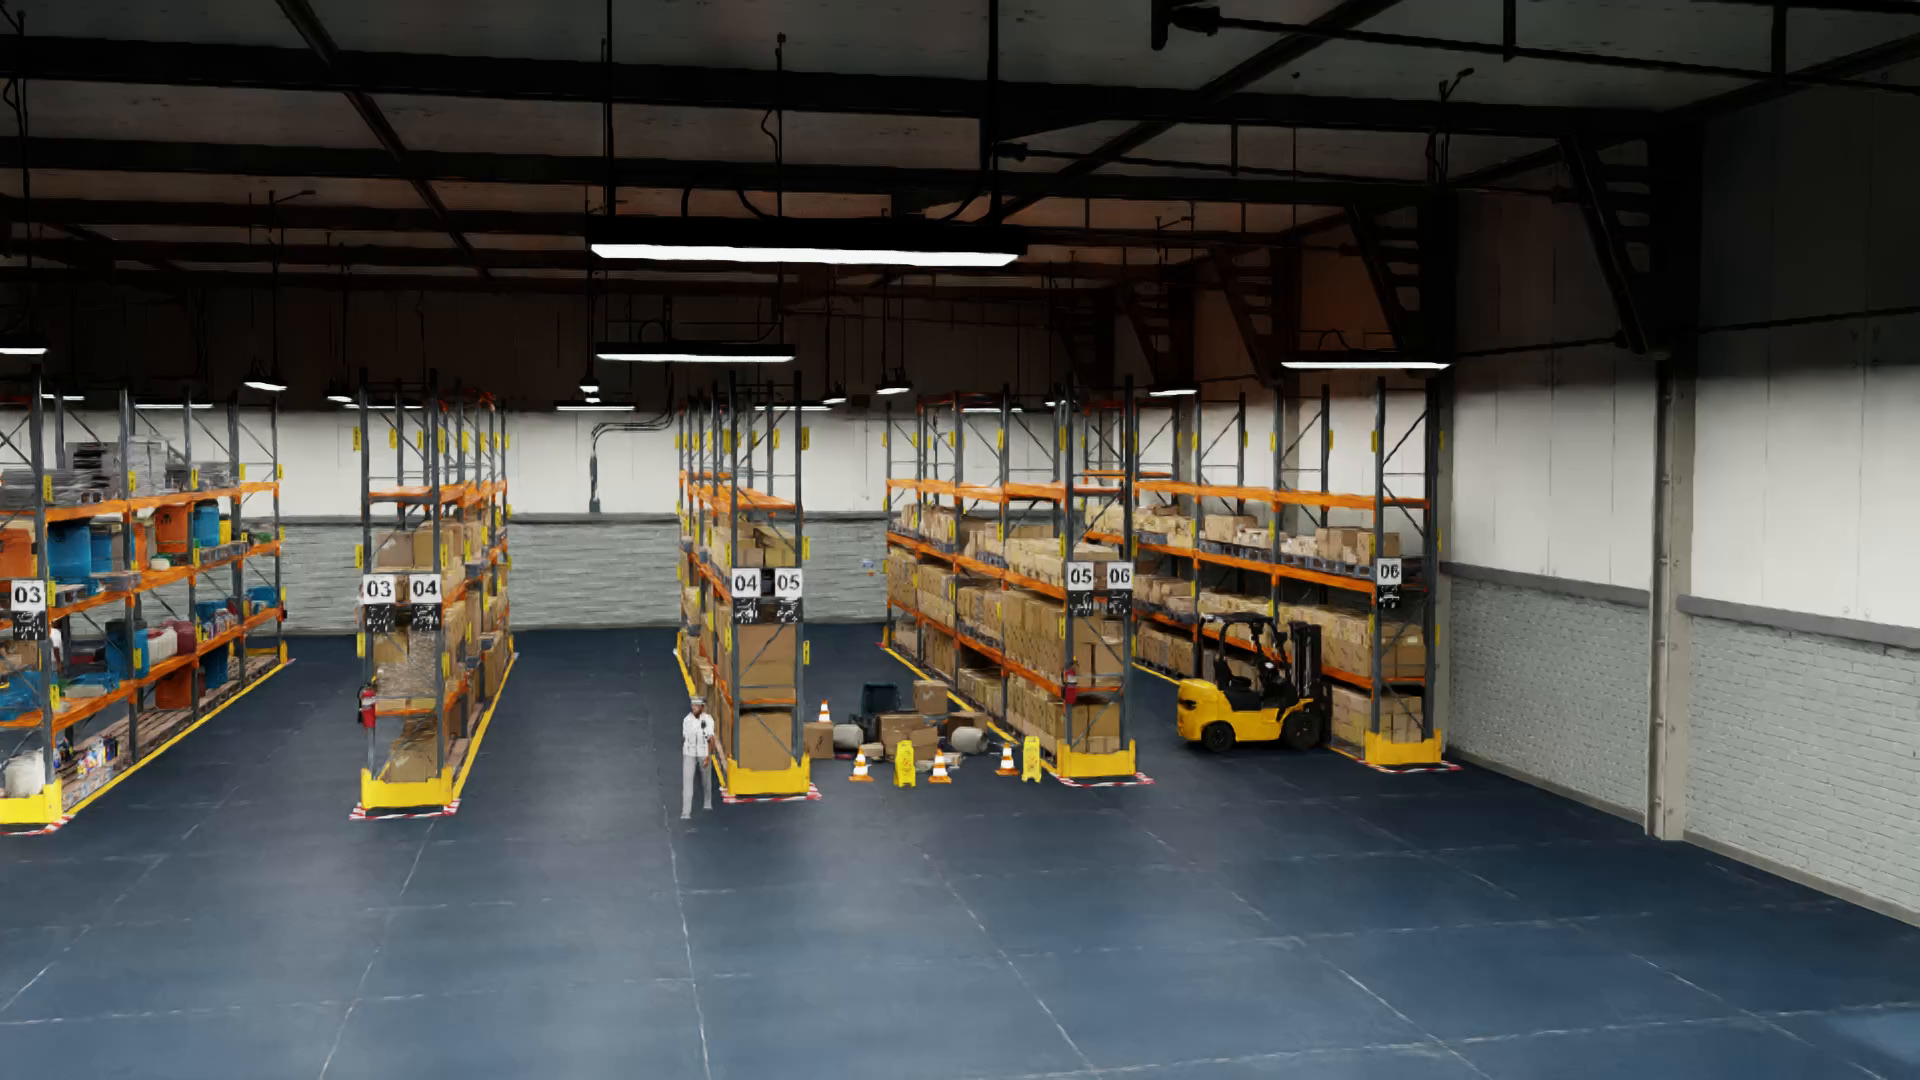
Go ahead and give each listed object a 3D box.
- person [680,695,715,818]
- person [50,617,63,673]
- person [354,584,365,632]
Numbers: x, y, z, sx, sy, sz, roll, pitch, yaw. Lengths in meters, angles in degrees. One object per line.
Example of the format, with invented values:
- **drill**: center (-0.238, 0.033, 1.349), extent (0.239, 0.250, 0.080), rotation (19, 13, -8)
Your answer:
- **person**: center (-3.487, 2.853, 22.197), extent (0.441, 1.623, 1.000), rotation (0, 3, -3)
- **person**: center (-16.873, 2.251, 31.121), extent (0.464, 1.763, 0.645), rotation (-3, 4, -38)
- **person**: center (-14.196, 1.834, 39.613), extent (0.446, 1.590, 1.109), rotation (-1, 3, -9)
